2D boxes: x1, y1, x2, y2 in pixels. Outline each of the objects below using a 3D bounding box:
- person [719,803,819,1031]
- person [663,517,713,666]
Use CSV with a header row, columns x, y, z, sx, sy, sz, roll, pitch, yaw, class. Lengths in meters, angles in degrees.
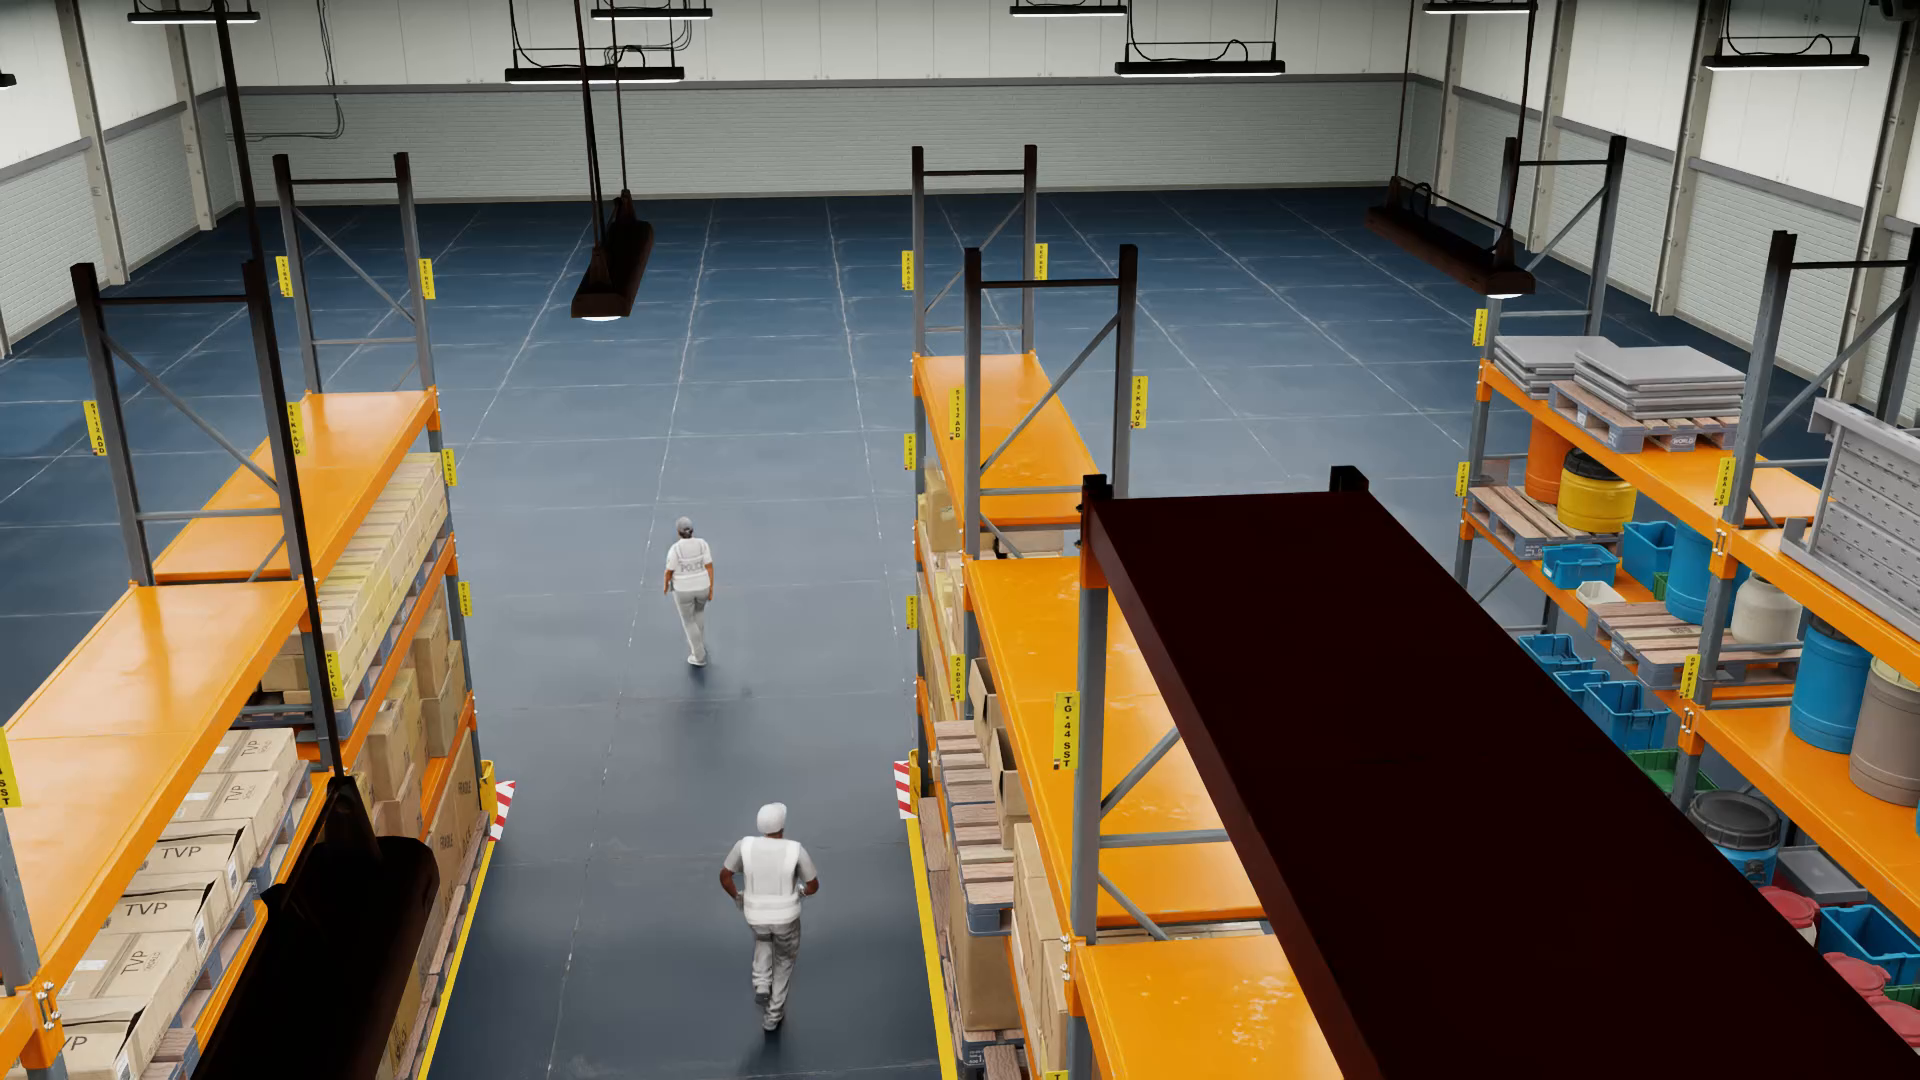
x,y,z,sx,sy,sz,roll,pitch,yaw,class
-1.393,2.769,12.367,0.699,1.688,0.634,2,22,4,person
-2.970,0.516,18.080,0.495,1.652,0.762,-16,26,-34,person
